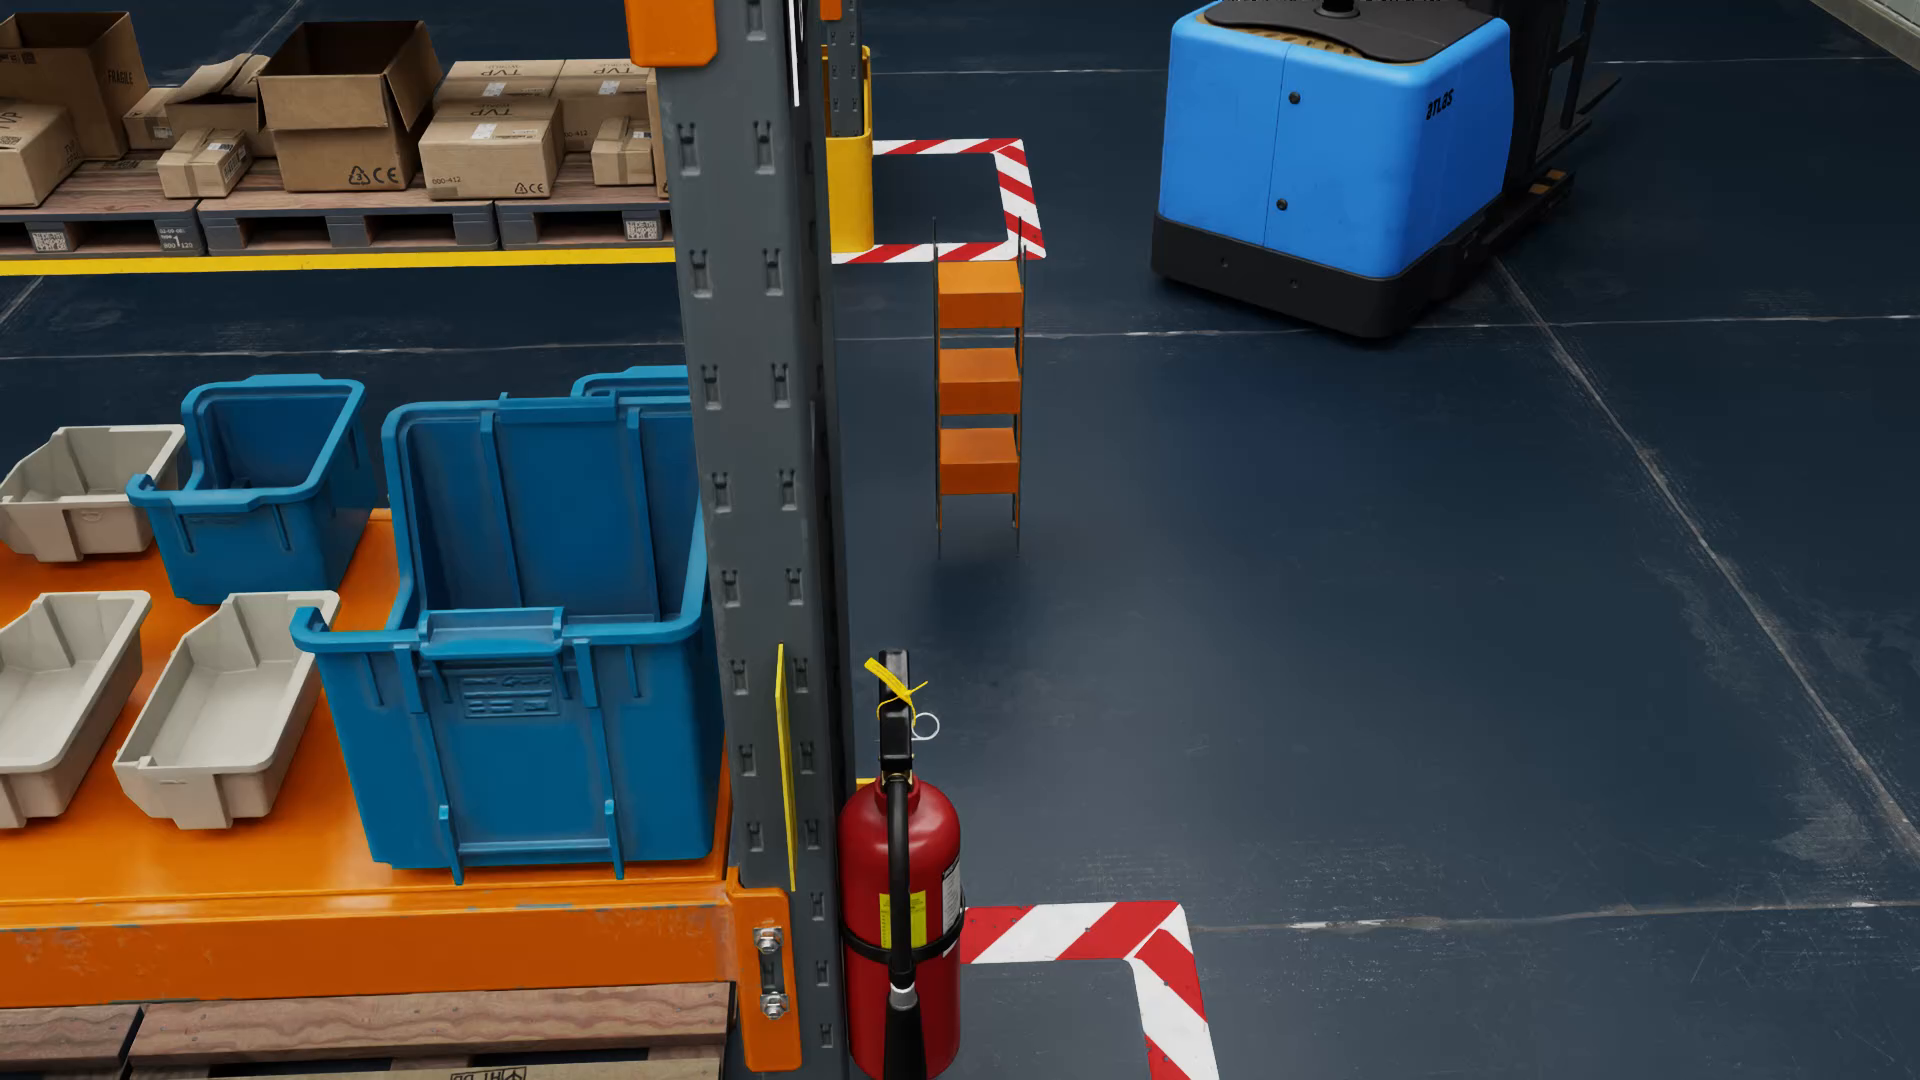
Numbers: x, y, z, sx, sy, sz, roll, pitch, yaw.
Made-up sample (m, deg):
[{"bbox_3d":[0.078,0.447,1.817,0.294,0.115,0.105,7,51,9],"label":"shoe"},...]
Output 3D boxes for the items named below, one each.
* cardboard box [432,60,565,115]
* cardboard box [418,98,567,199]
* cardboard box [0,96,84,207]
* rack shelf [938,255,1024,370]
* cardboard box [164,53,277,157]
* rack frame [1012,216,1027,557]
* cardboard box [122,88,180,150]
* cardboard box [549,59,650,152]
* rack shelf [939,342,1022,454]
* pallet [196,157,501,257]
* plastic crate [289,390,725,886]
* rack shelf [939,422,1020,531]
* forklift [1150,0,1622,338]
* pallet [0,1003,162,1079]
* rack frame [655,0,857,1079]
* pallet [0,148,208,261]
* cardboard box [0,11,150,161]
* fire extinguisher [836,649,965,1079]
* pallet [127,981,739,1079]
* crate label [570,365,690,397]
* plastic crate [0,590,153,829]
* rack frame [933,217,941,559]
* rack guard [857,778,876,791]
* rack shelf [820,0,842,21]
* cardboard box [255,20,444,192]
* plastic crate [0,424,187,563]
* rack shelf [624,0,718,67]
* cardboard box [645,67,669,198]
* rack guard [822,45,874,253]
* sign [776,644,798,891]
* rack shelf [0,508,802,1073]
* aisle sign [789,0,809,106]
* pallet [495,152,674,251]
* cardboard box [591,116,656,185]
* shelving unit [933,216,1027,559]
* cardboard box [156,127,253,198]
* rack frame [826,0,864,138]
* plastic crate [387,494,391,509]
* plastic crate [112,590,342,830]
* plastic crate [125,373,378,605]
[{"bbox_3d":[-2.042,-1.945,7.455,0.500,0.250,0.500,-2,35,-2],"label":"cardboard box"},{"bbox_3d":[-1.968,-1.662,7.046,0.500,0.250,0.500,-2,35,-2],"label":"cardboard box"},{"bbox_3d":[-4.053,-1.631,6.947,0.500,0.311,0.500,-2,35,-2],"label":"cardboard box"},{"bbox_3d":[0.053,-0.658,4.798,0.240,0.259,0.215,-2,35,-2],"label":"rack shelf"},{"bbox_3d":[-3.177,-1.940,7.393,0.500,0.311,0.500,-2,35,-2],"label":"cardboard box"},{"bbox_3d":[0.175,-0.436,4.958,0.008,1.050,0.200,-2,35,-2],"label":"rack frame"},{"bbox_3d":[-3.555,-1.897,7.474,0.250,0.149,0.380,-2,35,-2],"label":"cardboard box"},{"bbox_3d":[-1.543,-1.959,7.474,0.500,0.250,0.500,-2,35,-2],"label":"cardboard box"},{"bbox_3d":[0.053,-0.424,4.959,0.240,0.259,0.215,-2,35,-2],"label":"rack shelf"},{"bbox_3d":[-2.575,-1.573,7.338,1.213,0.211,1.003,-2,35,-2],"label":"pallet"},{"bbox_3d":[-0.581,0.116,2.362,0.499,0.435,0.616,-2,35,-2],"label":"plastic crate"},{"bbox_3d":[0.053,-0.196,5.117,0.240,0.259,0.215,-2,35,-2],"label":"rack shelf"},{"bbox_3d":[2.064,-2.741,6.635,1.130,2.935,3.031,24,41,30],"label":"forklift"},{"bbox_3d":[-2.297,1.218,3.304,1.213,0.211,1.003,-2,35,-2],"label":"pallet"},{"bbox_3d":[-0.256,0.040,2.556,0.127,3.000,1.000,-2,35,-2],"label":"rack frame"},{"bbox_3d":[-3.796,-1.539,7.288,1.213,0.211,1.003,-2,35,-2],"label":"pallet"},{"bbox_3d":[-3.926,-1.997,7.310,0.500,0.500,0.500,-2,35,-2],"label":"cardboard box"},{"bbox_3d":[-0.084,0.480,2.316,0.183,0.674,0.296,-2,35,-2],"label":"fire extinguisher"},{"bbox_3d":[-1.081,1.187,3.349,1.213,0.211,1.003,-2,35,-2],"label":"pallet"},{"bbox_3d":[-0.518,-0.096,2.847,0.303,0.233,0.416,-2,35,-2],"label":"crate label"},{"bbox_3d":[-1.352,0.249,2.434,0.243,0.136,0.396,-2,35,-2],"label":"plastic crate"},{"bbox_3d":[-0.068,-0.430,4.949,0.008,1.050,0.200,-2,35,-2],"label":"rack frame"},{"bbox_3d":[-0.232,1.060,3.279,0.348,0.500,1.175,-2,35,-2],"label":"rack guard"},{"bbox_3d":[-2.484,-2.426,6.751,4.000,0.370,1.077,-2,35,-2],"label":"rack shelf"},{"bbox_3d":[-2.606,-1.875,7.131,0.637,0.503,0.797,-2,35,-2],"label":"cardboard box"},{"bbox_3d":[-1.520,-0.076,2.904,0.298,0.136,0.250,-2,35,-2],"label":"plastic crate"},{"bbox_3d":[-2.254,-0.843,1.829,4.000,0.370,1.077,-2,35,-2],"label":"rack shelf"},{"bbox_3d":[-1.018,-1.774,6.987,0.500,0.500,0.500,-2,35,-2],"label":"cardboard box"},{"bbox_3d":[-0.563,-1.745,7.333,0.348,0.500,1.175,-2,35,-2],"label":"rack guard"},{"bbox_3d":[-0.214,0.286,2.058,0.005,0.325,0.100,-2,35,-2],"label":"sign"},{"bbox_3d":[-2.254,0.390,2.683,4.000,0.370,1.077,-2,35,-2],"label":"rack shelf"},{"bbox_3d":[-0.170,-0.864,1.578,0.004,0.787,0.394,-2,35,-2],"label":"aisle sign"},{"bbox_3d":[-1.359,-1.604,7.383,1.213,0.211,1.003,-2,35,-2],"label":"pallet"},{"bbox_3d":[-1.427,-1.677,7.140,0.250,0.166,0.380,-2,35,-2],"label":"cardboard box"},{"bbox_3d":[0.053,-0.433,4.953,0.252,1.050,0.215,-2,35,-2],"label":"shelving unit"},{"bbox_3d":[-3.189,-1.601,7.030,0.250,0.166,0.380,-2,35,-2],"label":"cardboard box"},{"bbox_3d":[-0.487,-2.775,6.624,0.127,3.000,1.000,-2,35,-2],"label":"rack frame"},{"bbox_3d":[-0.842,-0.095,2.930,0.298,0.136,0.250,-2,35,-2],"label":"plastic crate"},{"bbox_3d":[-1.062,0.249,2.433,0.243,0.136,0.396,-2,35,-2],"label":"plastic crate"},{"bbox_3d":[-1.176,-0.078,2.821,0.300,0.233,0.416,-2,35,-2],"label":"plastic crate"}]
